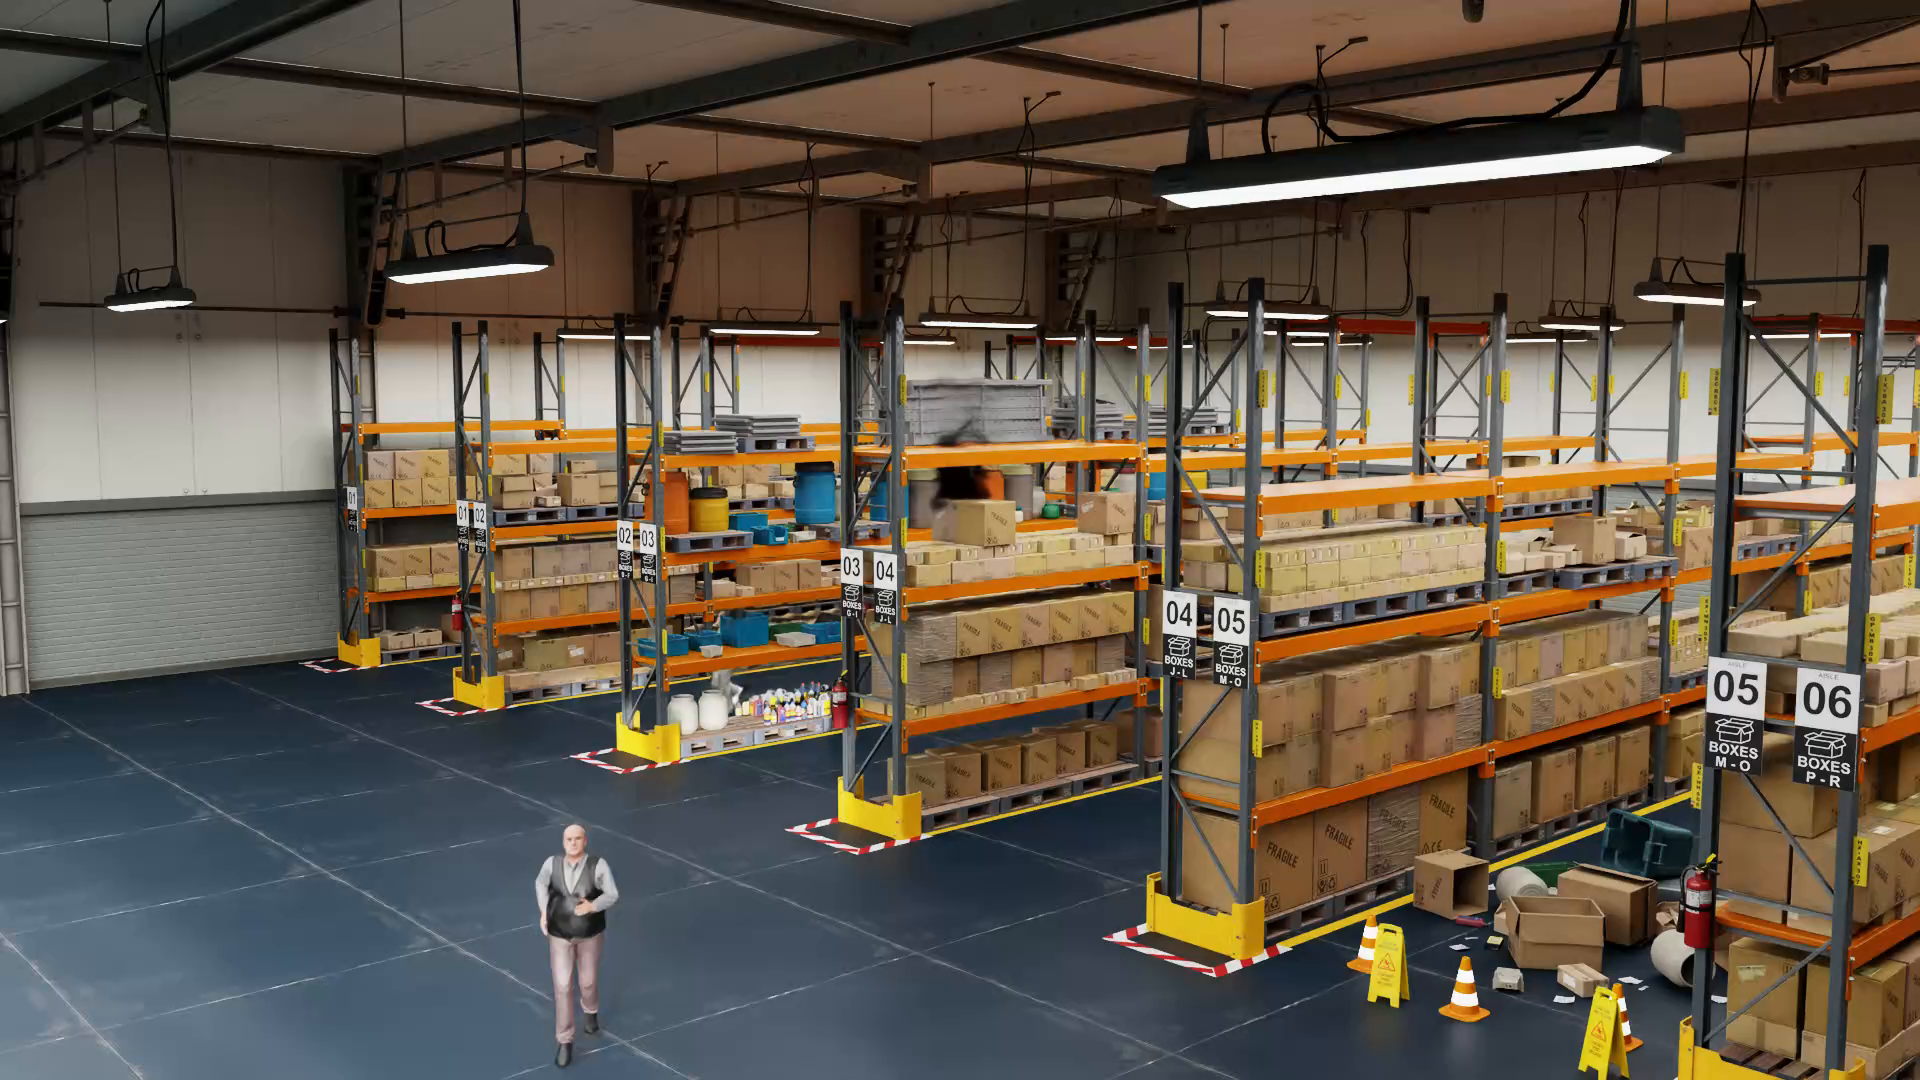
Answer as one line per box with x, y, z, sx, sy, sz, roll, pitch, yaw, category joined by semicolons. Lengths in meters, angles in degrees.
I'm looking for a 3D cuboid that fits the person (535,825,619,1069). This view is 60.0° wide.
-2.933;3.039;12.732;0.652;1.749;0.806;-1;6;-7;person

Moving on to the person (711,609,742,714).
-3.533;1.858;25.353;0.605;1.639;0.560;-4;7;-38;person
